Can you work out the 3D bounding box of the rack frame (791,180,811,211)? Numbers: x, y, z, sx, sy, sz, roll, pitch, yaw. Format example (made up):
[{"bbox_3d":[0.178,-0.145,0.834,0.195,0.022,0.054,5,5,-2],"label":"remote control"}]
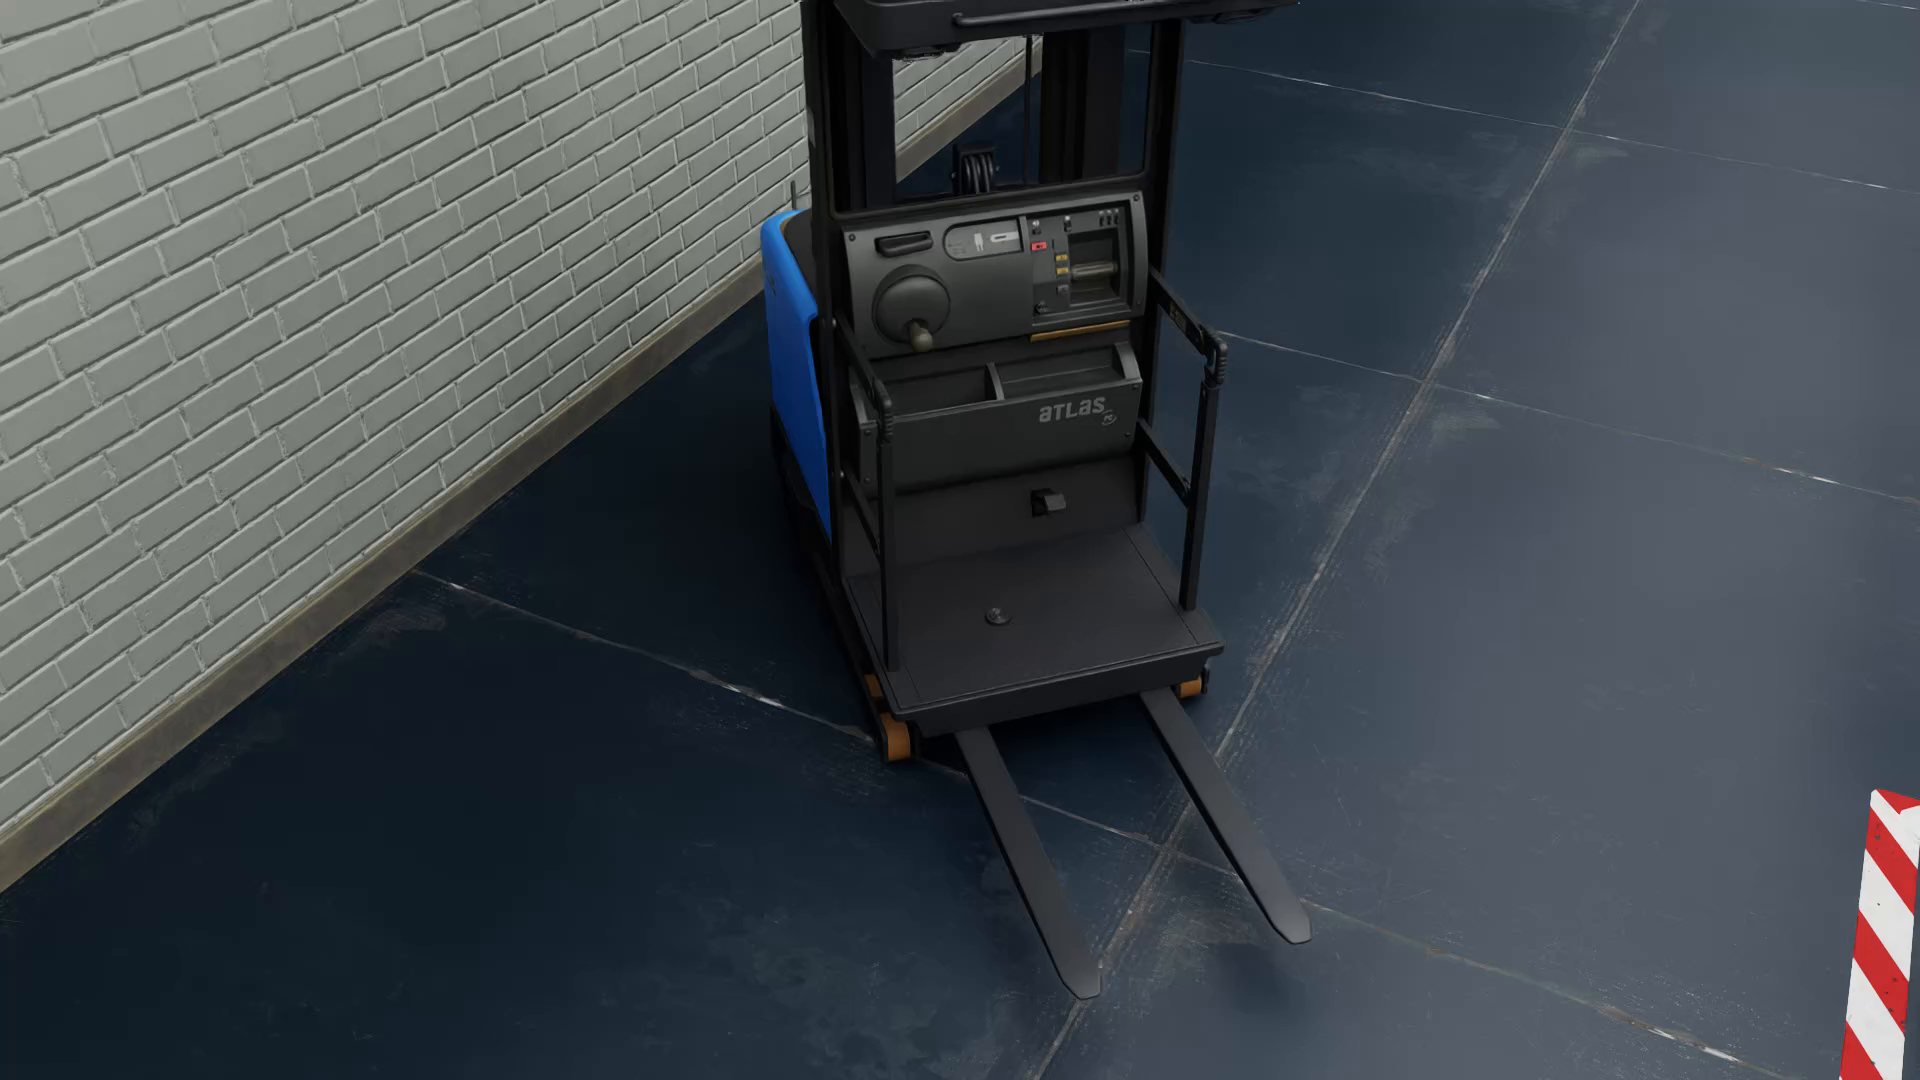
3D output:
[{"bbox_3d":[-0.572,-0.977,6.667,0.200,1.050,0.008,-30,47,-34],"label":"rack frame"}]

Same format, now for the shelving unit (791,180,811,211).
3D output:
[{"bbox_3d":[-0.486,-0.925,6.598,0.215,1.050,0.252,-30,47,-34],"label":"shelving unit"}]

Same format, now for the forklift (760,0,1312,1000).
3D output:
[{"bbox_3d":[0.182,-0.732,4.790,1.130,2.935,3.031,-11,38,-14],"label":"forklift"}]
